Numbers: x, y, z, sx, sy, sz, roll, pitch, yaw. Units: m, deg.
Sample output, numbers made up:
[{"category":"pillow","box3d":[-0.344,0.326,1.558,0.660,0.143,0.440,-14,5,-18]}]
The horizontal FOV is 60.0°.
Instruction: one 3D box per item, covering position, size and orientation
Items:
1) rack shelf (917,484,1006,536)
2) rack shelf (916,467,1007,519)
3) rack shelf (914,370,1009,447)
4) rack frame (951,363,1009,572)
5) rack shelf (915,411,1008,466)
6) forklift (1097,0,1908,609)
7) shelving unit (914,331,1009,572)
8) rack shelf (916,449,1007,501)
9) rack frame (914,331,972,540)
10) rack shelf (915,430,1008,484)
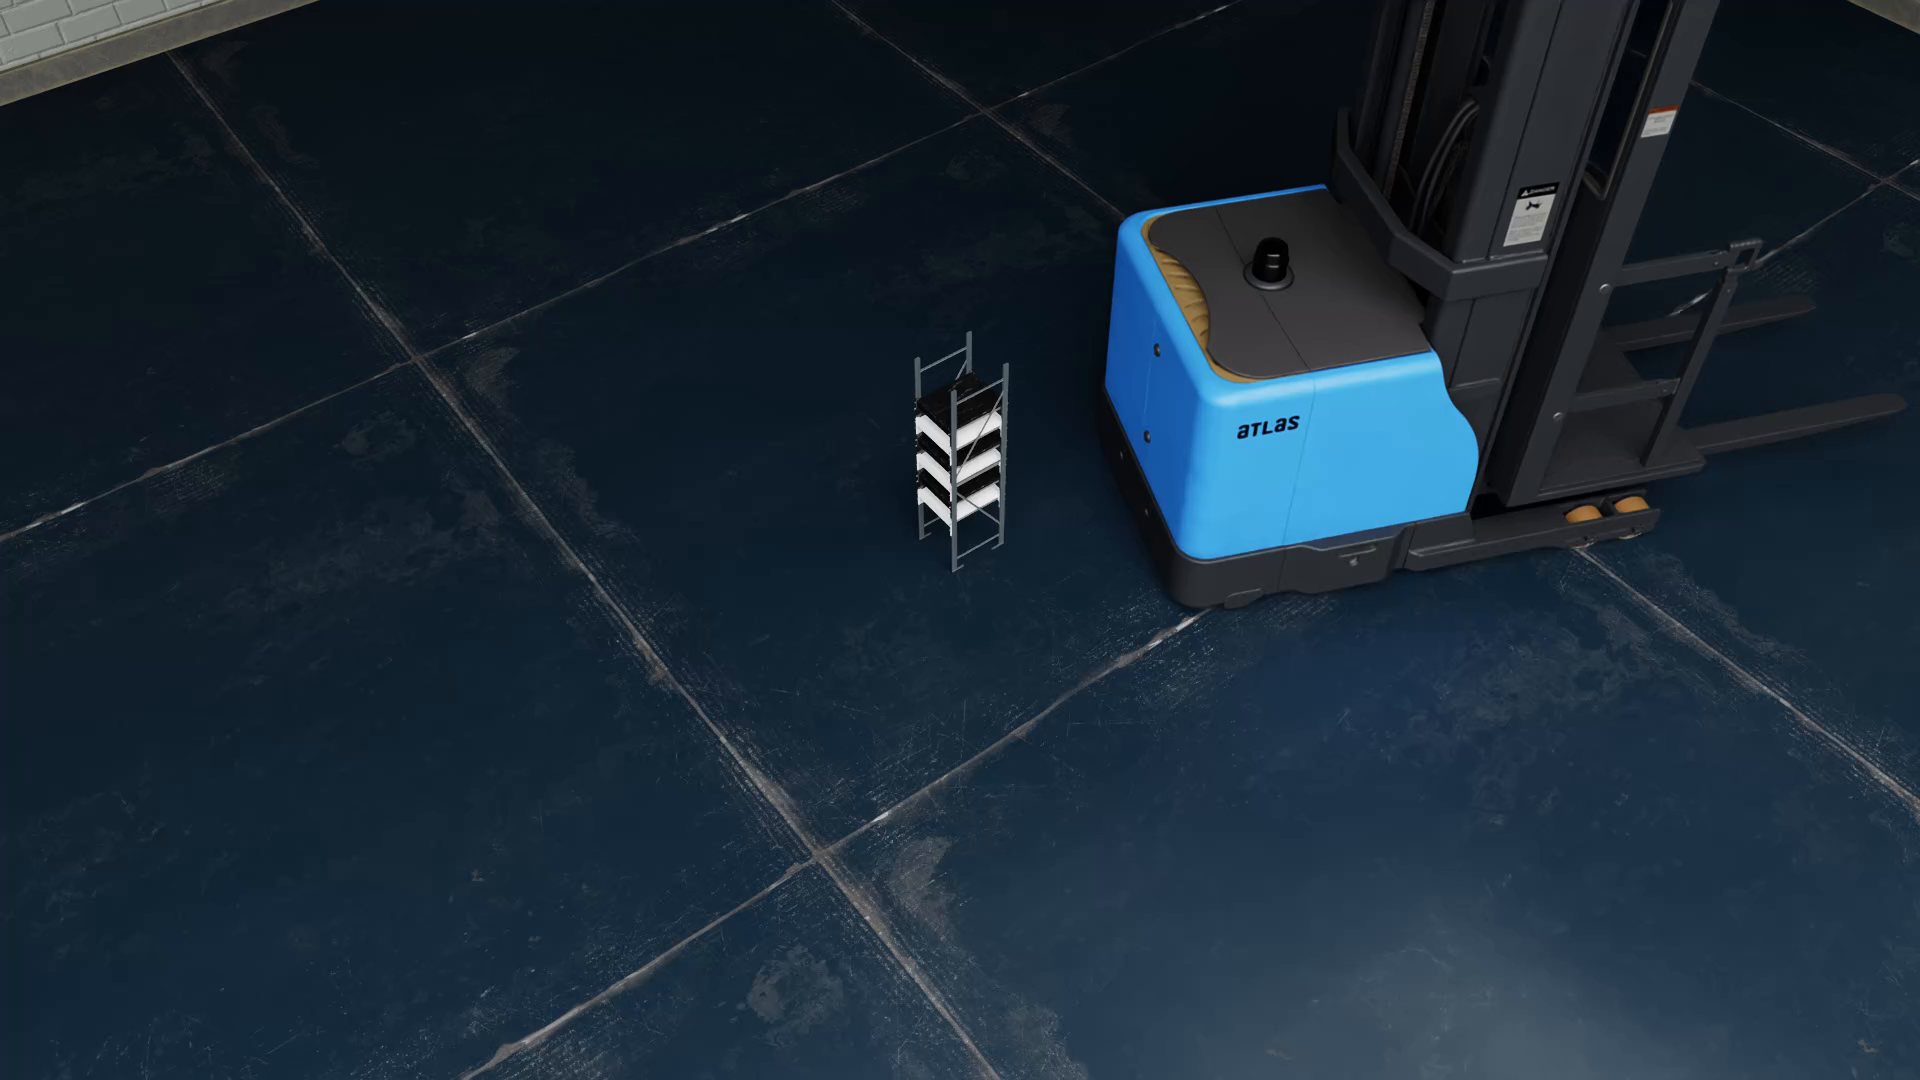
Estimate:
[{"category":"rack shelf","box3d":[0.005,-0.154,6.070,0.258,0.077,0.200,-29,54,-24]},{"category":"rack shelf","box3d":[0.005,-0.215,6.004,0.258,0.077,0.200,-29,54,-24]},{"category":"rack shelf","box3d":[0.005,-0.456,5.737,0.258,0.077,0.200,-29,54,-24]},{"category":"rack frame","box3d":[0.066,-0.237,5.858,0.240,0.900,0.006,-29,54,-24]},{"category":"rack shelf","box3d":[0.005,-0.396,5.804,0.258,0.077,0.200,-29,54,-24]},{"category":"forklift","box3d":[2.115,-1.325,5.473,3.031,2.935,1.130,-10,49,-9]},{"category":"shelving unit","box3d":[0.005,-0.297,5.912,0.258,0.900,0.210,-29,54,-24]},{"category":"rack shelf","box3d":[0.005,-0.275,5.937,0.258,0.077,0.200,-29,54,-24]},{"category":"rack frame","box3d":[-0.057,-0.357,5.967,0.240,0.900,0.006,-29,54,-24]},{"category":"rack shelf","box3d":[0.005,-0.336,5.870,0.258,0.077,0.200,-29,54,-24]}]
